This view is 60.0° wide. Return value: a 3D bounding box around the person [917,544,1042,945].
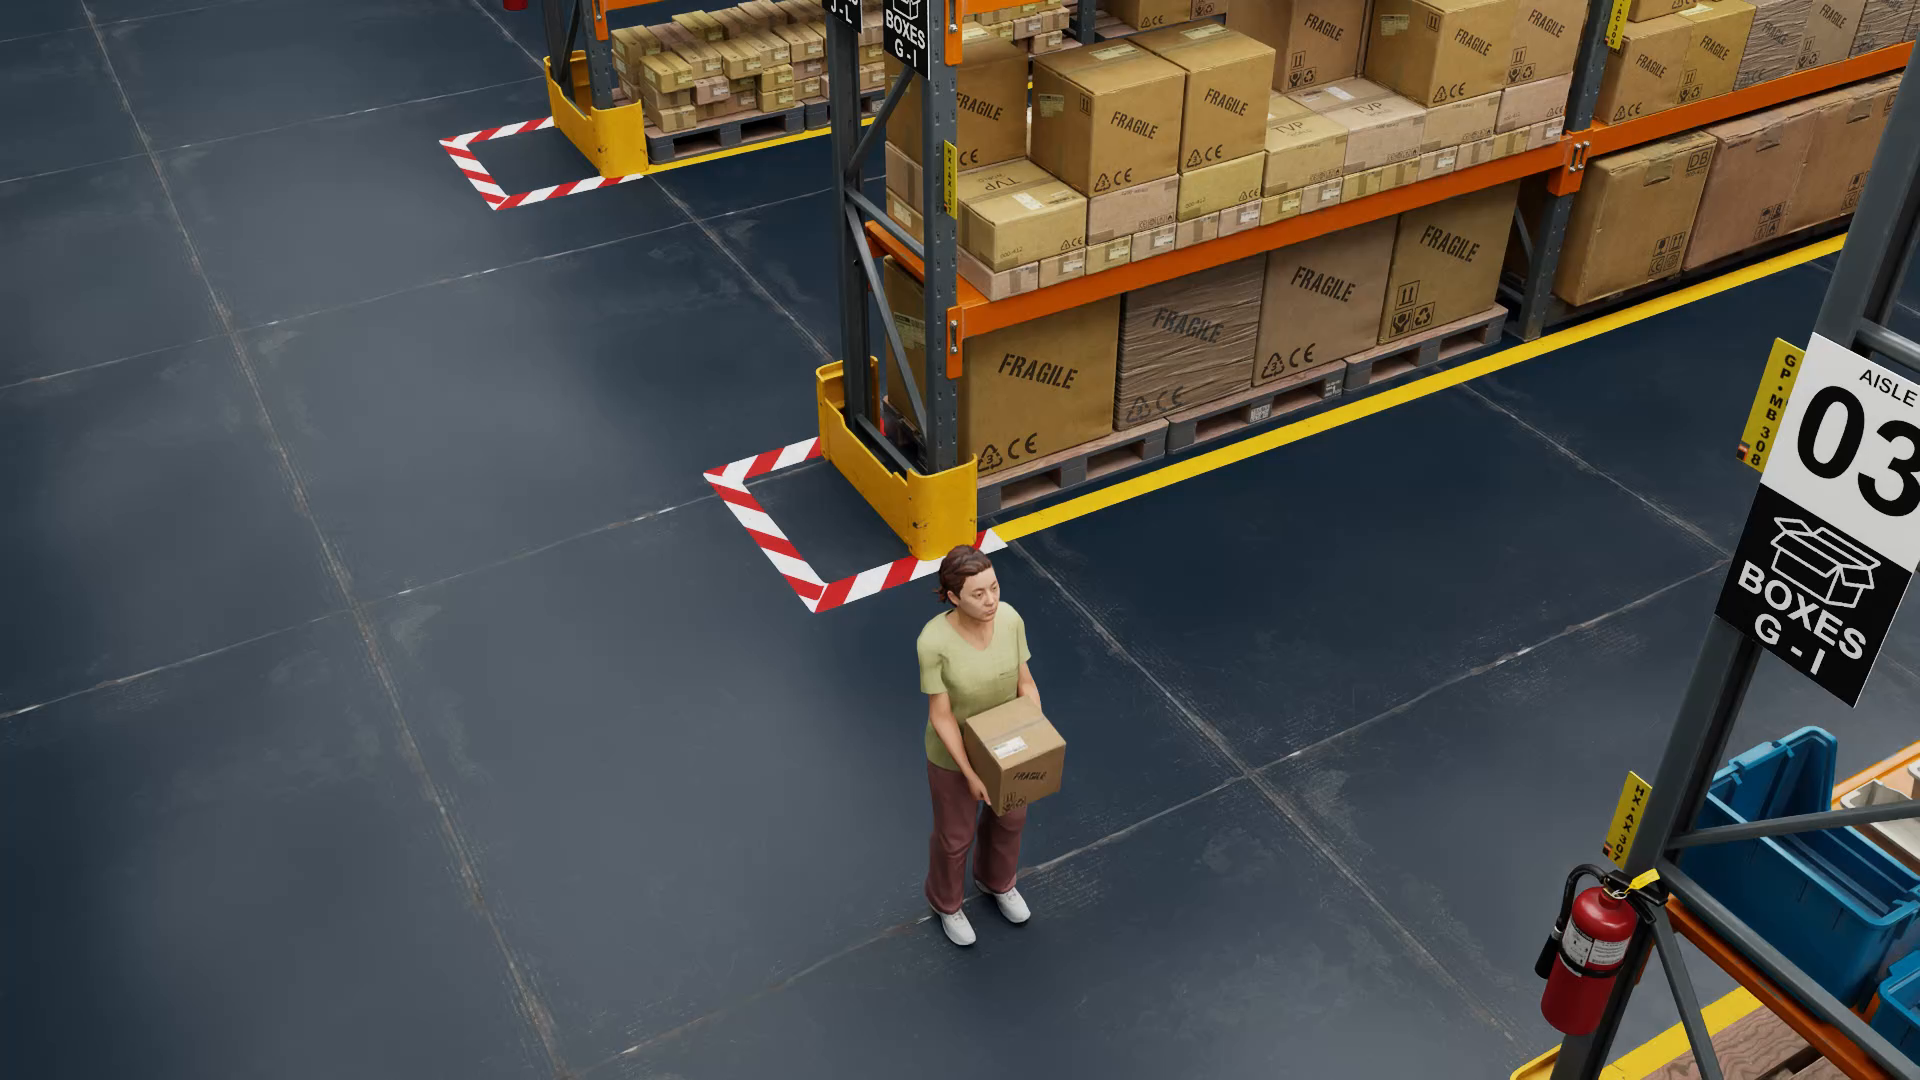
[{"bbox_3d":[0.087,0.776,5.909,0.428,1.657,0.551,-19,41,-24],"label":"person"}]
